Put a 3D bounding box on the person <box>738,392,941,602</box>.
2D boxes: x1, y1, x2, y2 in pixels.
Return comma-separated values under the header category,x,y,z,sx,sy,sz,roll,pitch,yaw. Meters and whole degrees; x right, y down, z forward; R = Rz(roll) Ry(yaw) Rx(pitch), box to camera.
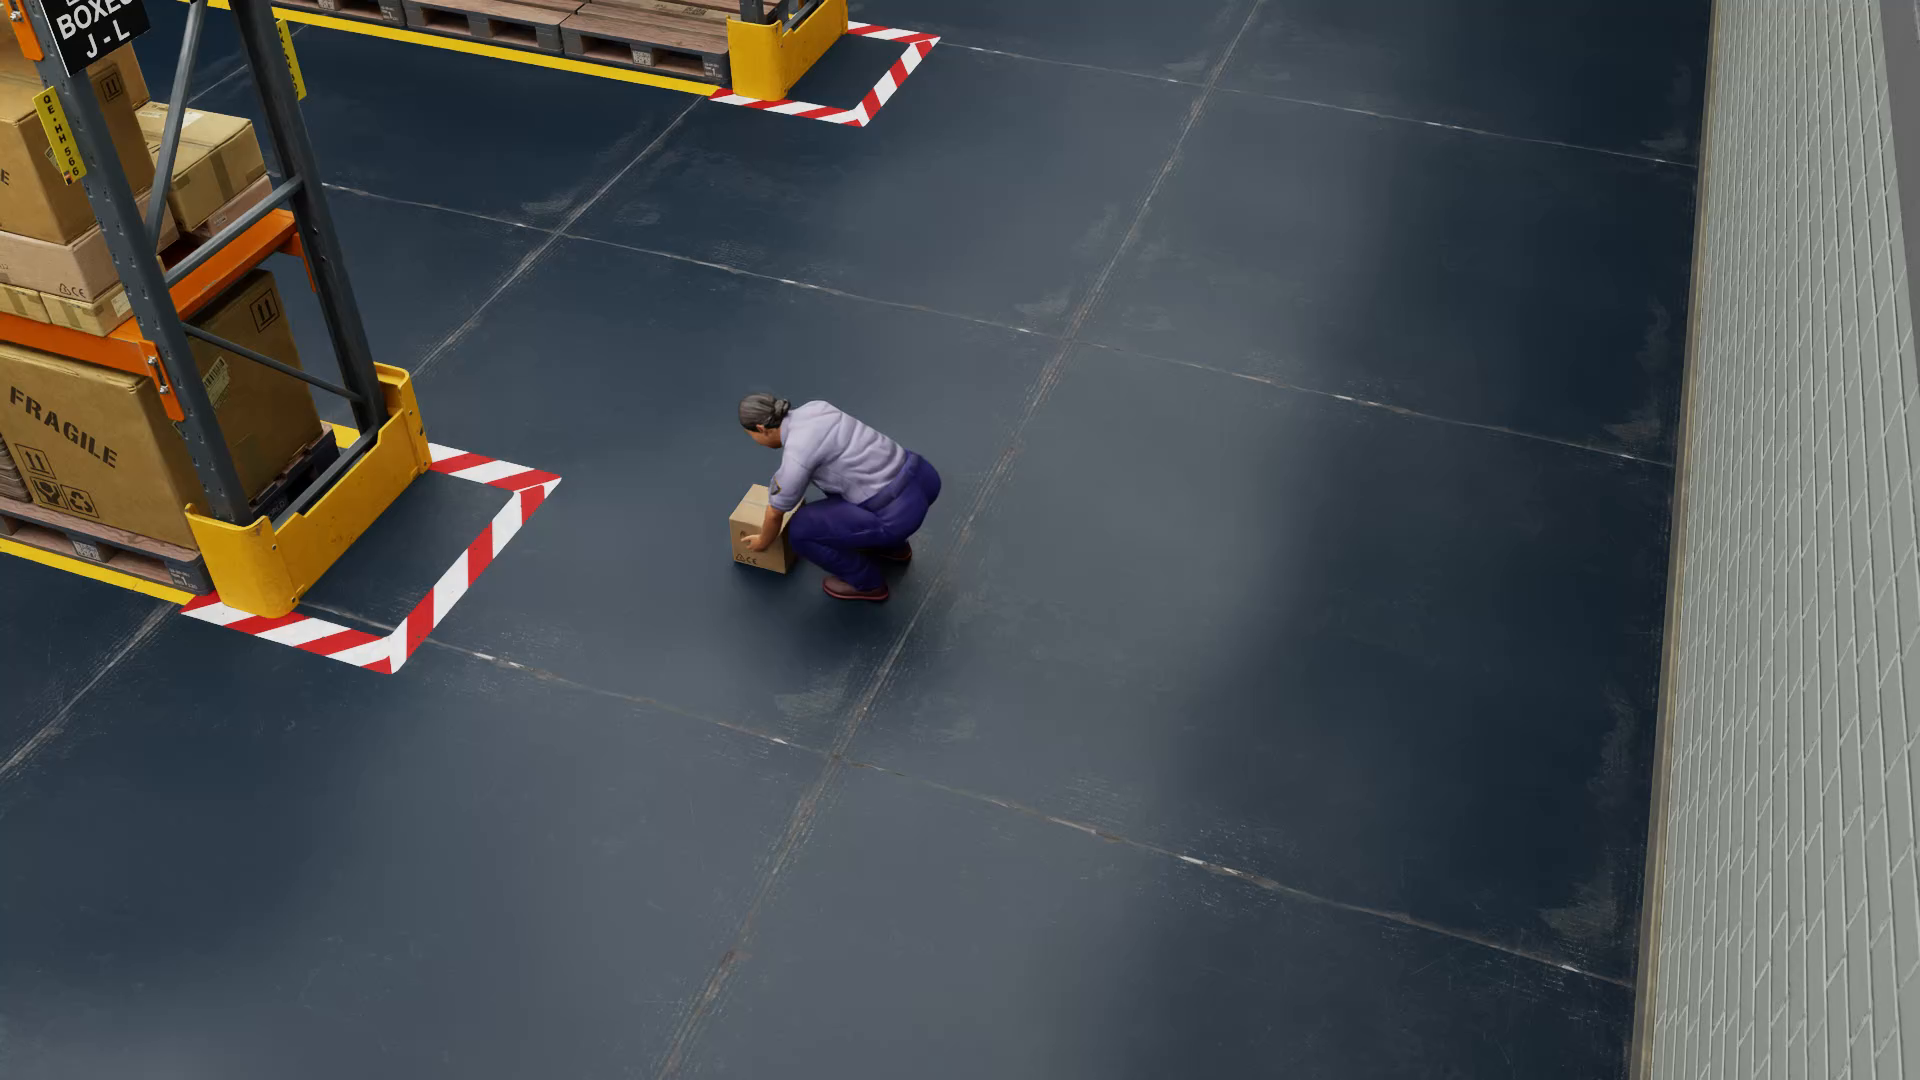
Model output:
category,x,y,z,sx,sy,sz,roll,pitch,yaw
person,-0.508,-0.206,6.968,0.822,0.902,0.526,14,44,15
